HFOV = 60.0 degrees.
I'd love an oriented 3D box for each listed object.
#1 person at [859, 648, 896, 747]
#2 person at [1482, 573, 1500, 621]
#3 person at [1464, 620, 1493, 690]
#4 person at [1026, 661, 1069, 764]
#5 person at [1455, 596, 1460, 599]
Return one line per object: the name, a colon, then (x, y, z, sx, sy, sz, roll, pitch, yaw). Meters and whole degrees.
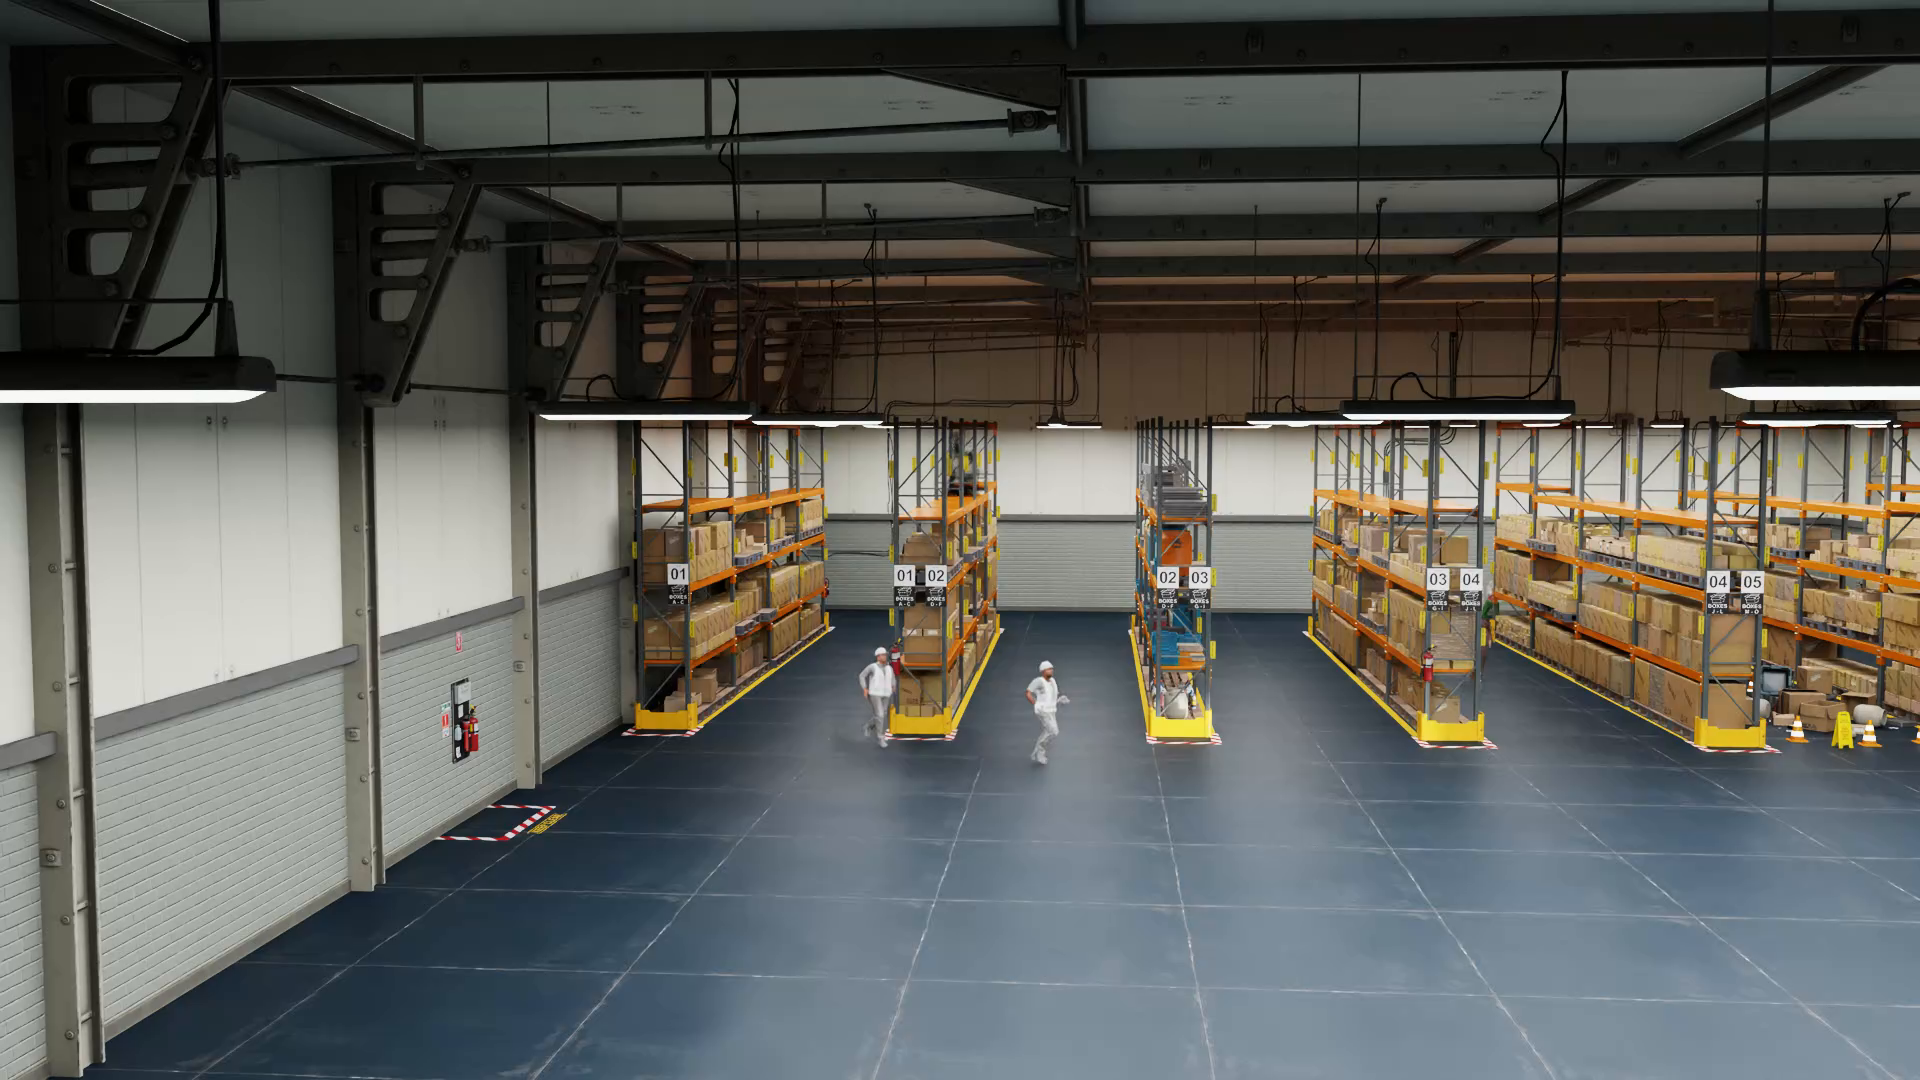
person: (-1.451, 2.859, 30.522, 0.690, 1.757, 0.828, -3, 5, -36)
person: (15.183, 1.763, 47.251, 0.938, 1.790, 0.692, -1, 4, -18)
person: (11.525, 2.424, 37.113, 0.737, 1.773, 0.836, 0, 4, -1)
person: (1.522, 2.970, 28.623, 0.657, 1.760, 0.656, 2, 4, 30)
person: (13.469, 1.944, 45.158, 0.591, 1.641, 0.653, 1, 4, 10)
